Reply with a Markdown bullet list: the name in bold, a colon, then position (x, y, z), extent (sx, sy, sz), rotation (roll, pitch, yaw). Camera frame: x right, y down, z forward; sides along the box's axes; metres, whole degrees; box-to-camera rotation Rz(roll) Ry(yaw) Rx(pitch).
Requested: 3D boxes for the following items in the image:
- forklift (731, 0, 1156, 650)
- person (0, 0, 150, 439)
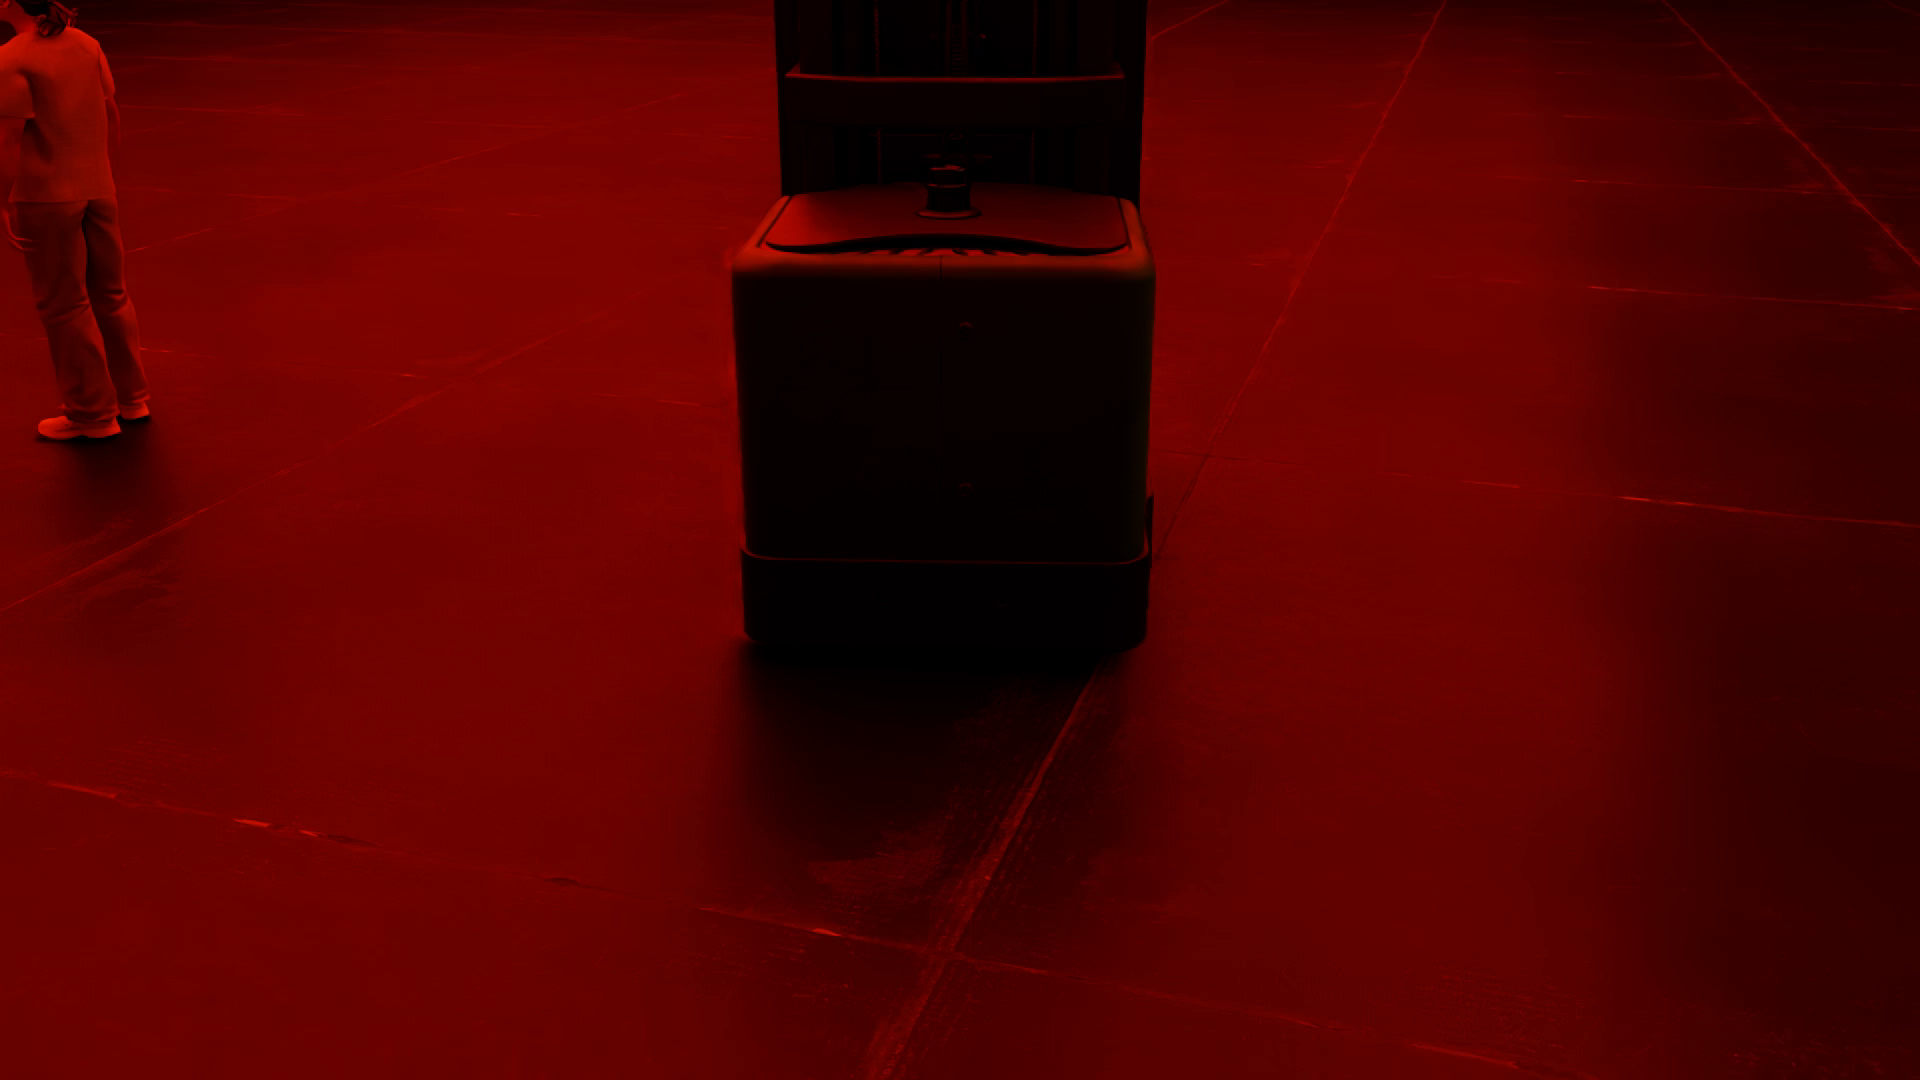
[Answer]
- **forklift**: position (0.011, -1.589, 5.129), extent (1.130, 2.935, 3.031), rotation (1, 22, 2)
- **person**: position (-3.140, -1.165, 5.748), extent (0.518, 1.683, 0.527), rotation (8, 24, 18)
